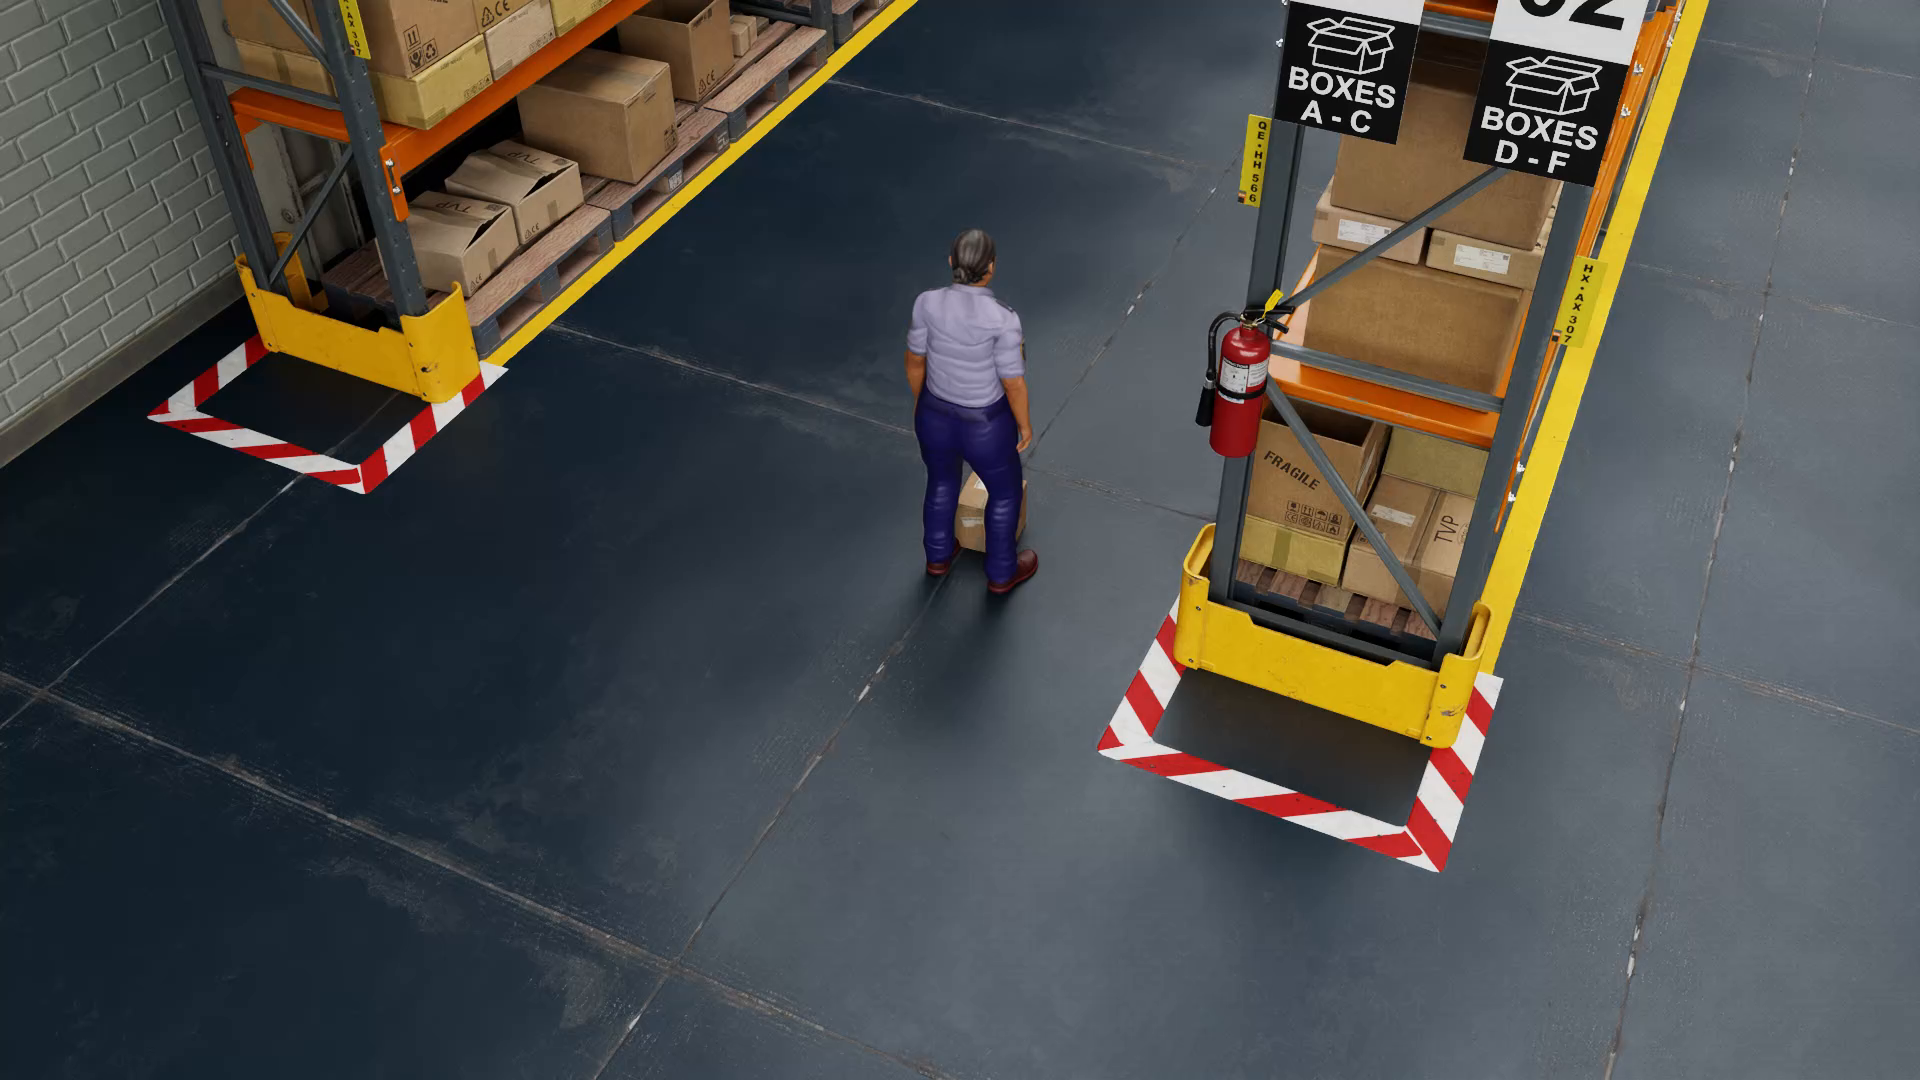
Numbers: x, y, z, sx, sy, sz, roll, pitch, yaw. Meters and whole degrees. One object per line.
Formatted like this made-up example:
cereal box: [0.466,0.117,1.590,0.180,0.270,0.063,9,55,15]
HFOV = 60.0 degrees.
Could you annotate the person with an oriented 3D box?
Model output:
person: [0.043,-0.489,6.704,0.541,1.652,0.368,17,45,18]
